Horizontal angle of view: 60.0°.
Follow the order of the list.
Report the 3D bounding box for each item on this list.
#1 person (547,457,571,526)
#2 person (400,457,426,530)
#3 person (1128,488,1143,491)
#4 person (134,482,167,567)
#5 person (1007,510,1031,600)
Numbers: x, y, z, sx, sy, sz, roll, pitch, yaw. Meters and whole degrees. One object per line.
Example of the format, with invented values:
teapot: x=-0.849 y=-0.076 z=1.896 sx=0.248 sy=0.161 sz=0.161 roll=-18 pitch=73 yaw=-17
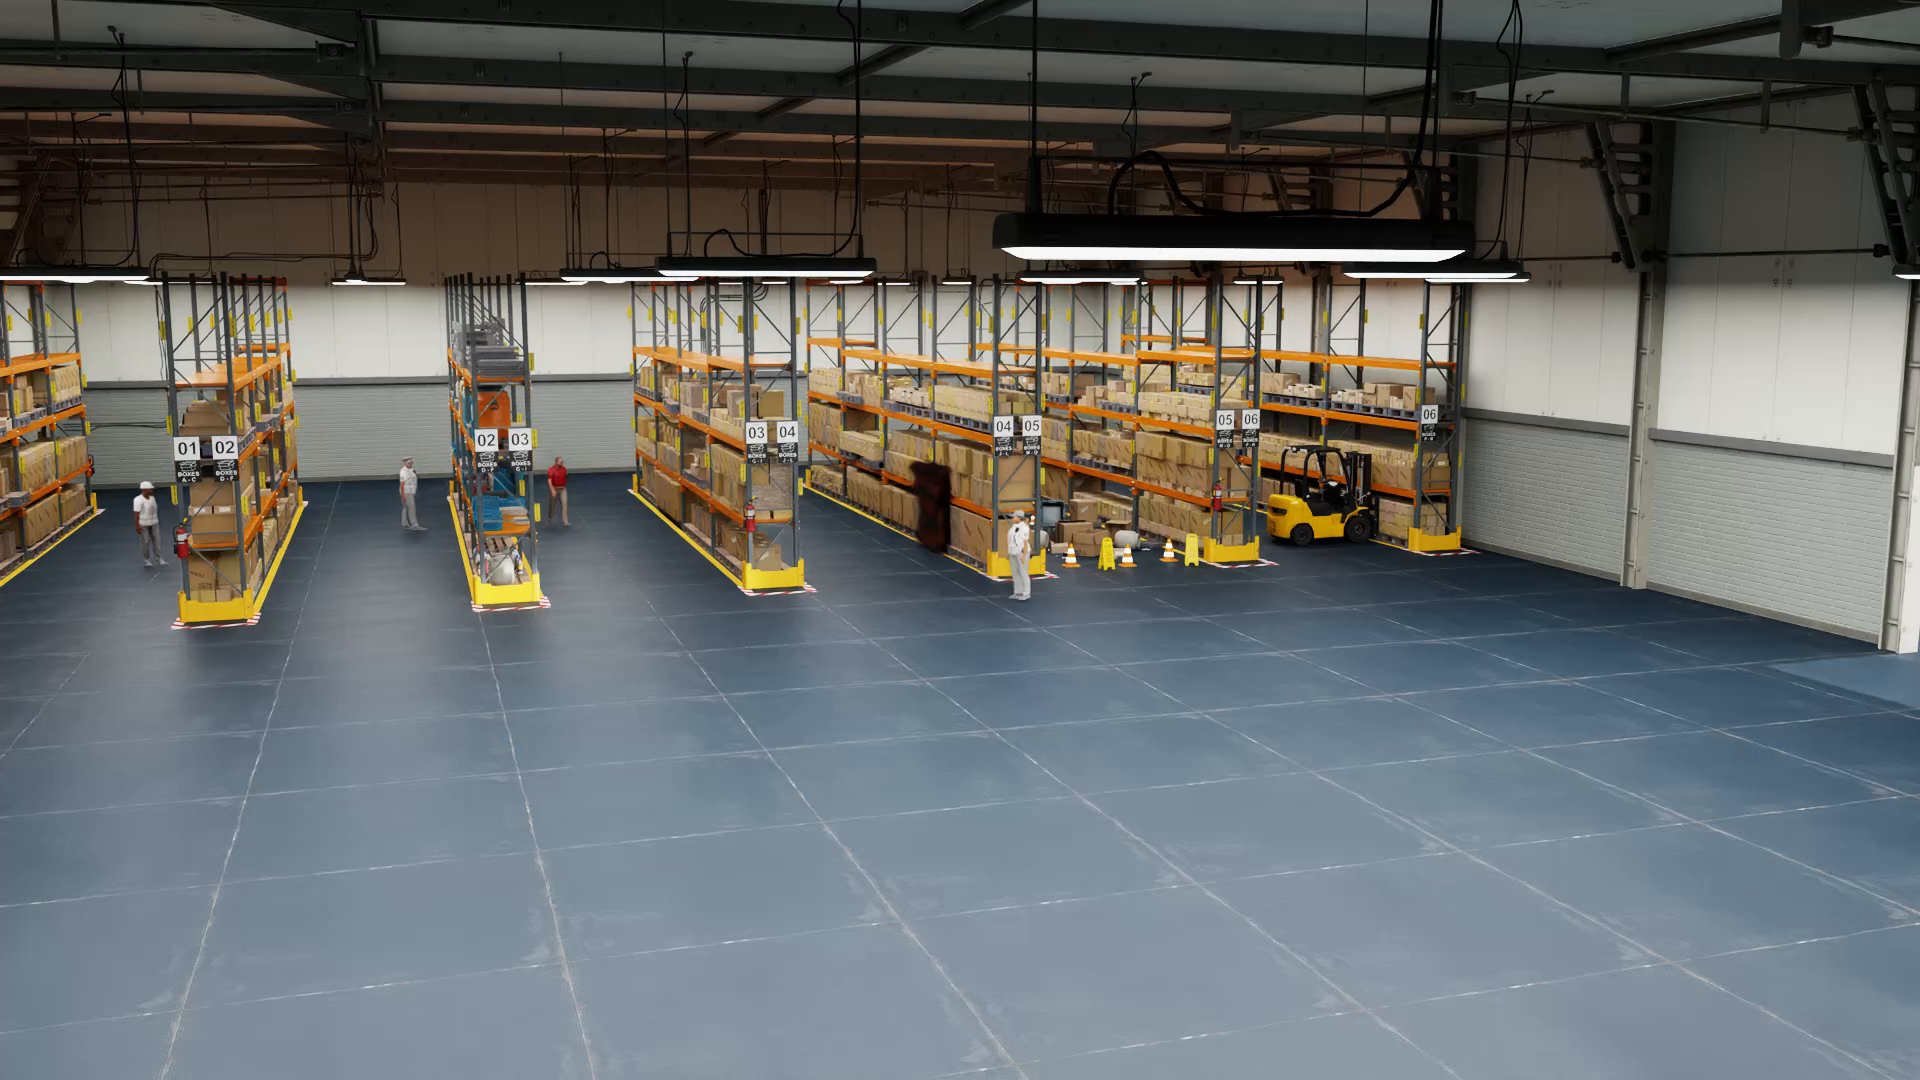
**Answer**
person: x=-9.753 y=-1.186 z=40.307 sx=0.509 sy=1.674 sz=1.033 roll=-4 pitch=10 yaw=-26
person: x=-13.051 y=-1.118 z=39.651 sx=0.590 sy=1.751 sz=0.565 roll=-2 pitch=9 yaw=-11
person: x=4.966 y=-2.297 z=47.396 sx=0.633 sy=1.777 sz=0.570 roll=-4 pitch=9 yaw=-23
person: x=-16.818 y=-0.330 z=34.445 sx=0.396 sy=1.768 sz=0.615 roll=5 pitch=10 yaw=31
person: x=1.084 y=0.283 z=30.794 sx=0.404 sy=1.697 sz=0.526 roll=-6 pitch=10 yaw=-34
